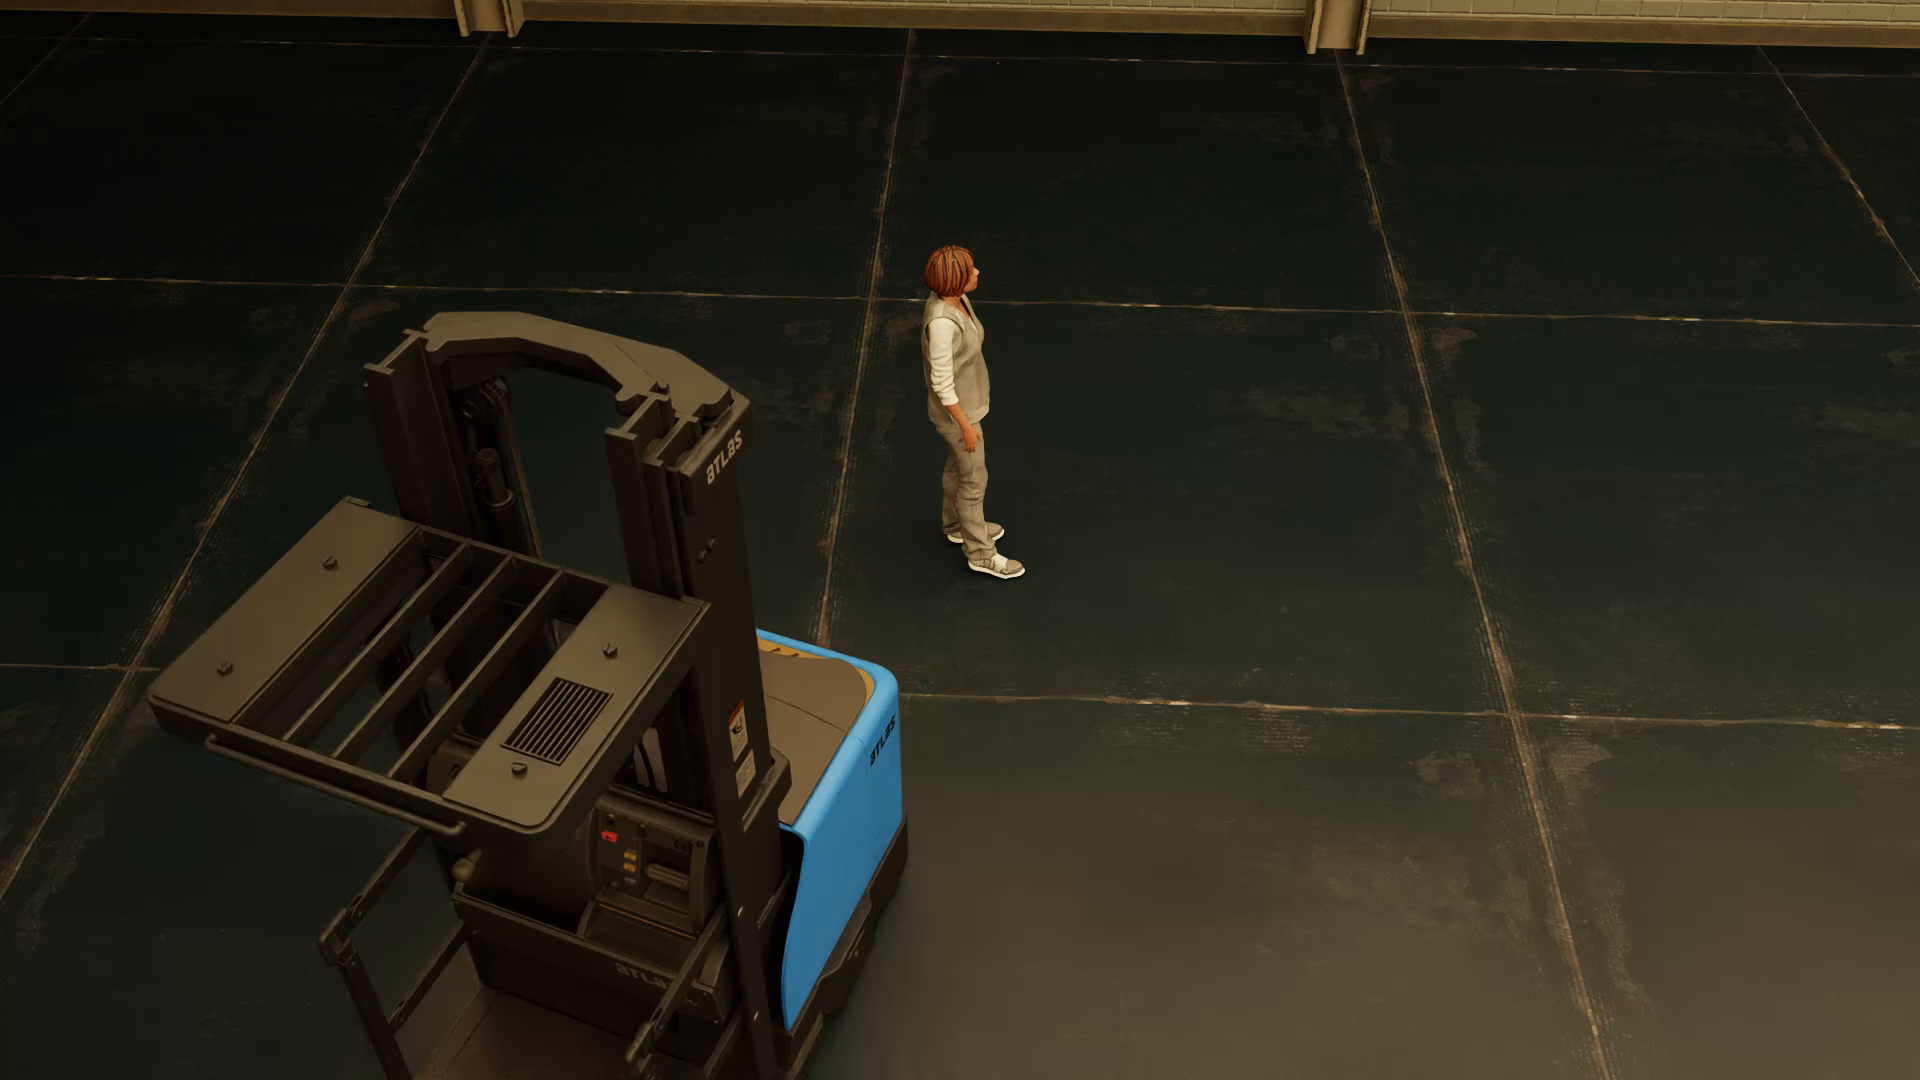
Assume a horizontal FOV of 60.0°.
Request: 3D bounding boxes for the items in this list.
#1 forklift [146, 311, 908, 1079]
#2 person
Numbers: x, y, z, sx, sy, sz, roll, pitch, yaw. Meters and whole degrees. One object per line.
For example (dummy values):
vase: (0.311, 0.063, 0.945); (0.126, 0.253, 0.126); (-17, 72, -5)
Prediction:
forklift: (-1.222, 0.967, 4.683); (1.130, 2.935, 3.031); (15, 45, 16)
person: (0.073, -0.583, 7.360); (0.475, 1.597, 0.520); (2, 42, 2)
